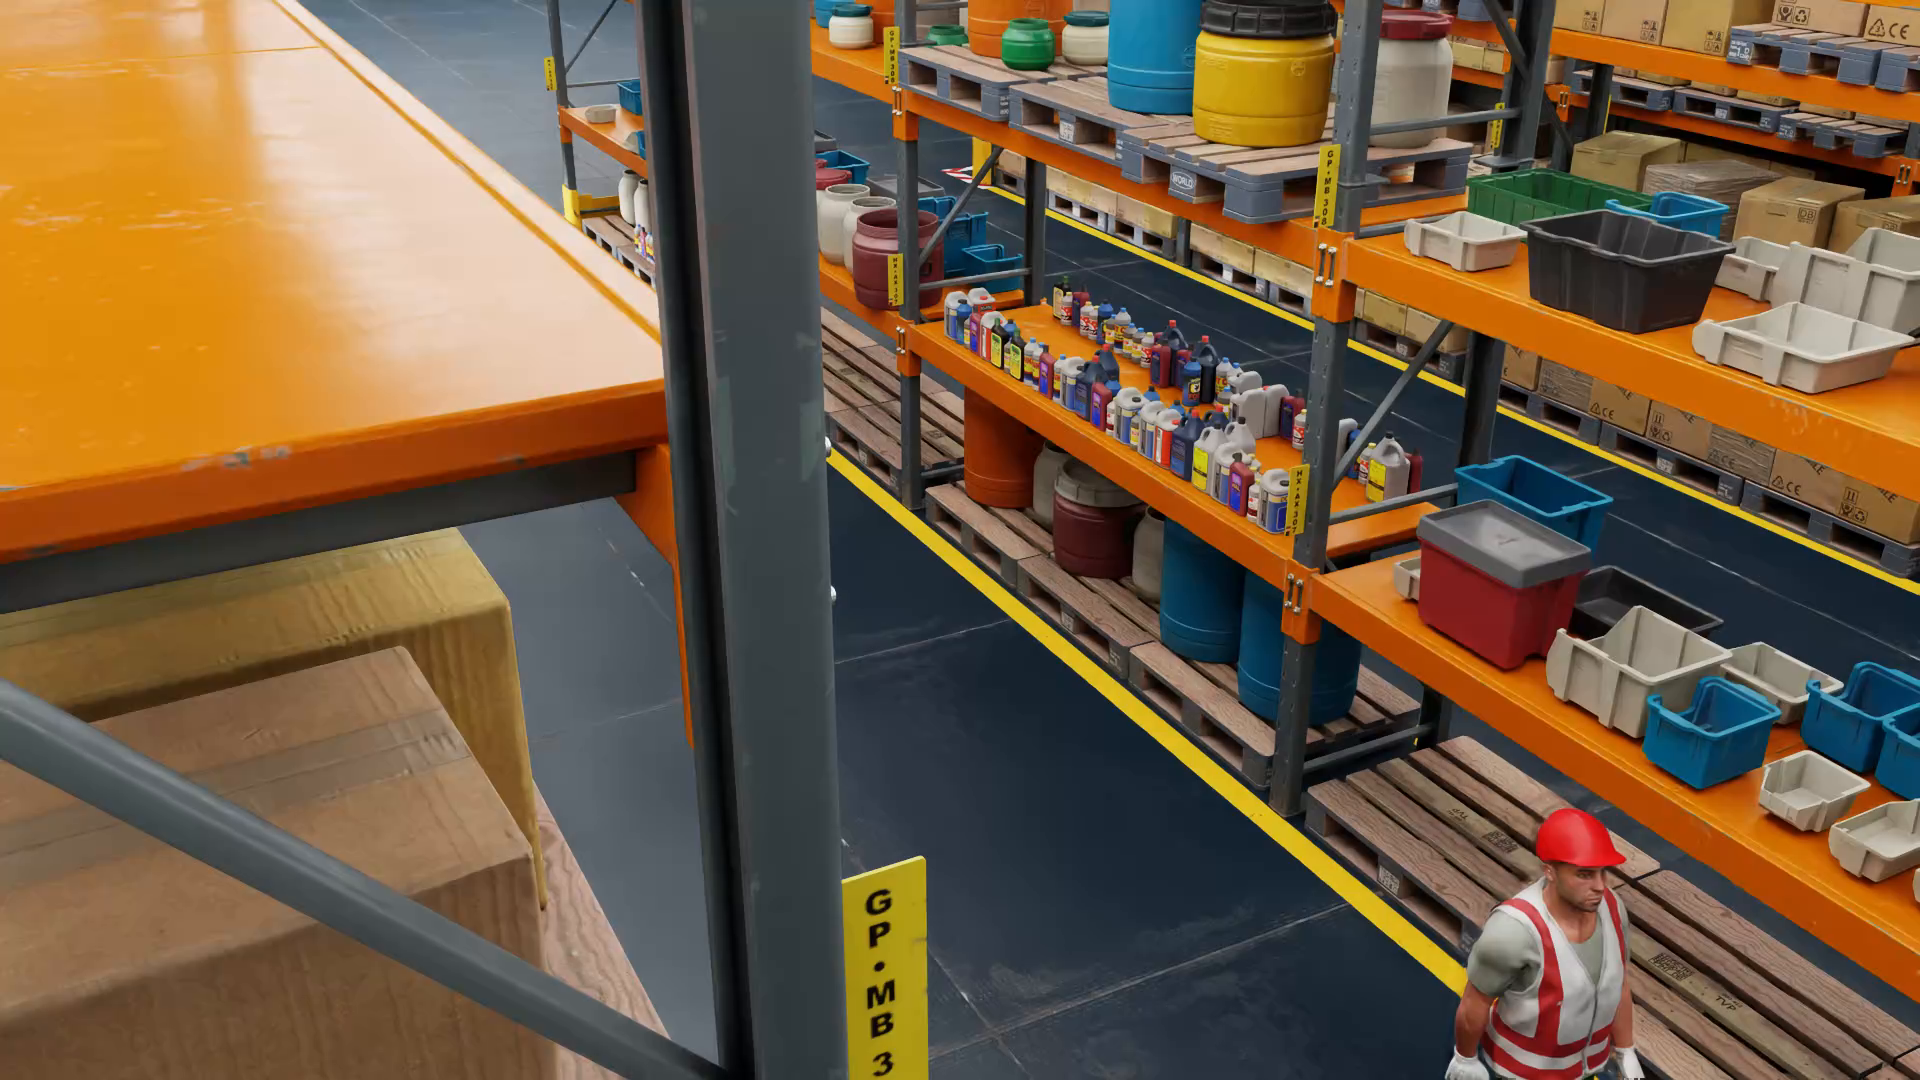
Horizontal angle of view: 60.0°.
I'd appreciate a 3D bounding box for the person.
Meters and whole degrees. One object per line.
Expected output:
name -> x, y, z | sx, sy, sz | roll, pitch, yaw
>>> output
person -> 1.819, 1.642, 5.114 | 0.523, 1.830, 0.513 | -14, 29, -28
